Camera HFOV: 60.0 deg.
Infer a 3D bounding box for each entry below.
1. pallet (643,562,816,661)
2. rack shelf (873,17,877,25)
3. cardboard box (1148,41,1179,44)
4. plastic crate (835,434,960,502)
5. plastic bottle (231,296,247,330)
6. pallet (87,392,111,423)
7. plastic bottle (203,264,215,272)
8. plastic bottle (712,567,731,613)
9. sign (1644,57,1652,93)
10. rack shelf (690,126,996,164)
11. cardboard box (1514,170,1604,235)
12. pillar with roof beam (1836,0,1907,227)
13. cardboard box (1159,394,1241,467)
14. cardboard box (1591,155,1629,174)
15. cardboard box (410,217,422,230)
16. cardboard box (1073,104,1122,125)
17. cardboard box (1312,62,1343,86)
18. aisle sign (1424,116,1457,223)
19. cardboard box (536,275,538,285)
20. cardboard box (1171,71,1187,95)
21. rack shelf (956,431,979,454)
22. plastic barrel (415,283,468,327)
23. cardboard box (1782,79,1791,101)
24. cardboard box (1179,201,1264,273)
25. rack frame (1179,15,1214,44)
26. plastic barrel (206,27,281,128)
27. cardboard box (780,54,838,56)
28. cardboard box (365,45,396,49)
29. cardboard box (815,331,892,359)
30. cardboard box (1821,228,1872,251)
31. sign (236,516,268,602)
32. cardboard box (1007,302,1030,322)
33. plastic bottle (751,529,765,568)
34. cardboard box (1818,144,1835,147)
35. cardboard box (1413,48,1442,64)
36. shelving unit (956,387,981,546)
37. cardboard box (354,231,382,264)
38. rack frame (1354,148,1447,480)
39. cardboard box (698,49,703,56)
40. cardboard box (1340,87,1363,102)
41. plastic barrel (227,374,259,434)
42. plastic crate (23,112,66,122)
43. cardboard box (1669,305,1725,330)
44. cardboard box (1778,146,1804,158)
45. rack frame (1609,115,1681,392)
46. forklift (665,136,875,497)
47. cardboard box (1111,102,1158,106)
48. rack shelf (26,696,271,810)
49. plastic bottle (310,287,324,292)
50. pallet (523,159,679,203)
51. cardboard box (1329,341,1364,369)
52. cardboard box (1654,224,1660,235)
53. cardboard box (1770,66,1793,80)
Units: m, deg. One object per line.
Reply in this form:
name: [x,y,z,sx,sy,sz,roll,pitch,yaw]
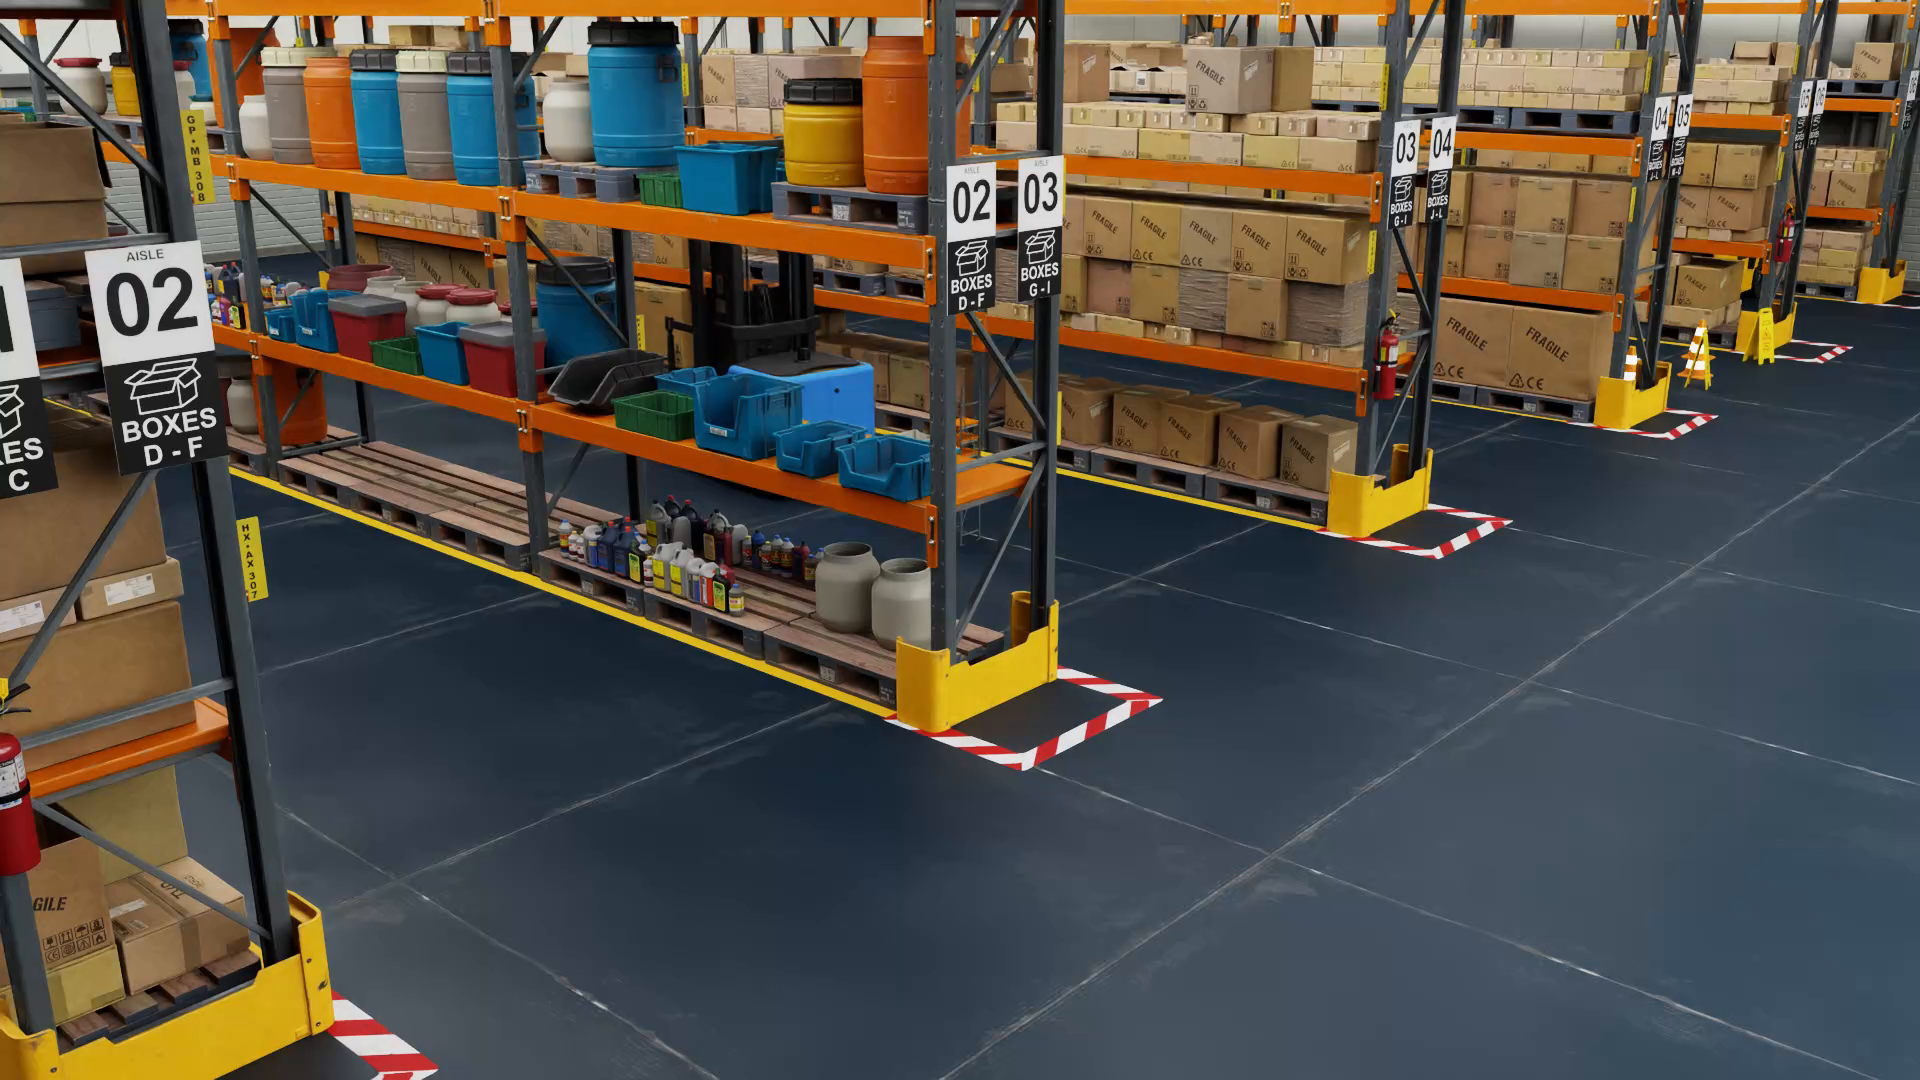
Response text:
pallet: [-1.394,0.446,11.358,1.213,0.211,1.003,15,23,39]
rack shelf: [-0.400,-8.969,28.347,4.000,0.370,1.077,15,23,39]
cardboard box: [3.851,-9.150,30.957,0.500,0.250,0.500,15,23,39]
plastic crate: [-0.367,-0.431,9.758,0.616,0.251,0.499,15,23,39]
plastic bottle: [-6.363,-2.005,14.663,0.133,0.283,0.061,15,23,39]
pallet: [-8.220,-1.385,17.128,1.213,0.211,1.003,15,23,39]
plastic bottle: [-7.509,-2.612,16.588,0.135,0.276,0.152,15,23,39]
plastic bottle: [-1.558,0.327,10.886,0.133,0.283,0.061,16,23,41]
sign: [6.491,-4.386,15.681,0.005,0.325,0.100,15,23,39]
rack shelf: [-0.994,-3.881,16.614,4.000,0.370,1.077,15,23,39]
cardboard box: [6.137,-3.451,16.993,0.550,0.550,0.875,15,23,39]
pillar with roof beam: [10.584,-7.185,20.875,0.400,9.000,9.100,15,23,39]
cardboard box: [2.112,-0.970,14.648,0.500,0.500,0.500,-16,23,-41]
cardboard box: [8.440,-4.865,21.173,0.500,0.500,0.700,15,23,39]
cardboard box: [-6.889,-4.125,21.565,0.250,0.149,0.380,15,23,38]
cardboard box: [1.186,-3.669,14.345,0.250,0.149,0.380,16,24,41]
cardboard box: [4.050,-5.081,18.102,0.500,0.250,0.500,15,23,40]
aisle sign: [3.739,-2.884,12.944,0.004,0.787,0.394,15,23,39]
cardboard box: [-4.321,-2.884,20.057,0.875,0.875,1.225,14,22,37]
cardboard box: [2.800,-5.299,19.280,0.500,0.250,0.500,15,23,39]
rack shelf: [0.011,-0.755,12.862,0.180,0.103,0.258,15,23,39]
plastic barrel: [-4.228,-1.813,13.641,0.433,0.535,0.433,0,18,0]
cardboard box: [9.872,-5.493,20.260,0.500,0.250,0.500,15,23,38]
cardboard box: [2.168,-2.511,13.754,0.500,0.500,0.500,15,23,39]
rack frame: [4.388,-10.225,30.453,0.127,3.000,1.000,15,23,39]
plastic barrel: [-6.200,-4.025,14.472,0.708,0.830,0.600,15,23,39]
cardboard box: [-1.576,-4.772,17.239,0.500,0.500,0.500,15,23,39]
cardboard box: [-7.289,-6.202,21.713,0.500,0.500,0.700,13,22,36]
cardboard box: [-1.123,-1.864,17.430,0.700,0.500,0.500,-16,24,-41]
cardboard box: [12.812,-4.344,24.039,0.500,0.250,0.500,16,24,41]
sign: [-2.712,0.076,6.352,0.005,0.325,0.100,15,23,39]
cardboard box: [0.641,-2.109,15.214,0.250,0.149,0.380,15,23,39]
plastic bottle: [-1.426,0.057,11.756,0.097,0.271,0.097,0,18,0]
cardboard box: [12.699,-5.733,24.489,0.250,0.149,0.380,15,23,40]
cardboard box: [4.869,-5.028,17.274,0.250,0.149,0.380,15,23,39]
shelving unit: [0.011,-0.569,12.921,0.189,1.200,0.258,15,23,39]
cardboard box: [-7.942,-3.880,23.195,0.875,0.875,0.875,15,23,39]
rack frame: [3.494,-1.590,13.163,0.127,3.000,1.000,15,23,39]
cardboard box: [-3.717,-7.189,24.608,0.250,0.149,0.380,15,23,38]
cardboard box: [4.297,-4.801,17.877,0.250,0.149,0.380,15,23,39]
plastic barrel: [-6.636,-1.278,15.597,0.421,0.512,0.421,0,18,0]
plastic crate: [-9.287,-4.224,16.855,0.662,0.188,0.450,15,23,39]
cardboard box: [9.270,-2.828,20.915,0.500,0.250,0.500,15,23,39]
cardboard box: [12.132,-5.662,24.263,0.250,0.149,0.380,16,23,41]
rack frame: [6.862,-2.692,16.635,0.127,3.000,1.000,15,23,39]
forklift: [-2.059,-2.137,15.001,1.130,2.935,3.031,-14,23,-38]
cardboard box: [1.545,-3.787,14.715,0.250,0.149,0.380,14,22,38]
rack shelf: [-4.580,0.592,7.477,4.000,0.370,1.077,15,23,39]
plastic bottle: [-5.887,-2.177,15.216,0.135,0.276,0.152,15,23,39]
pallet: [-2.181,-2.489,11.350,1.003,0.211,1.213,15,23,39]
cardboard box: [3.144,-1.481,13.234,0.250,0.149,0.380,15,23,39]
cardboard box: [8.898,-3.949,21.012,0.250,0.149,0.380,15,23,40]
cardboard box: [9.941,-5.640,20.061,0.250,0.149,0.380,15,23,39]
